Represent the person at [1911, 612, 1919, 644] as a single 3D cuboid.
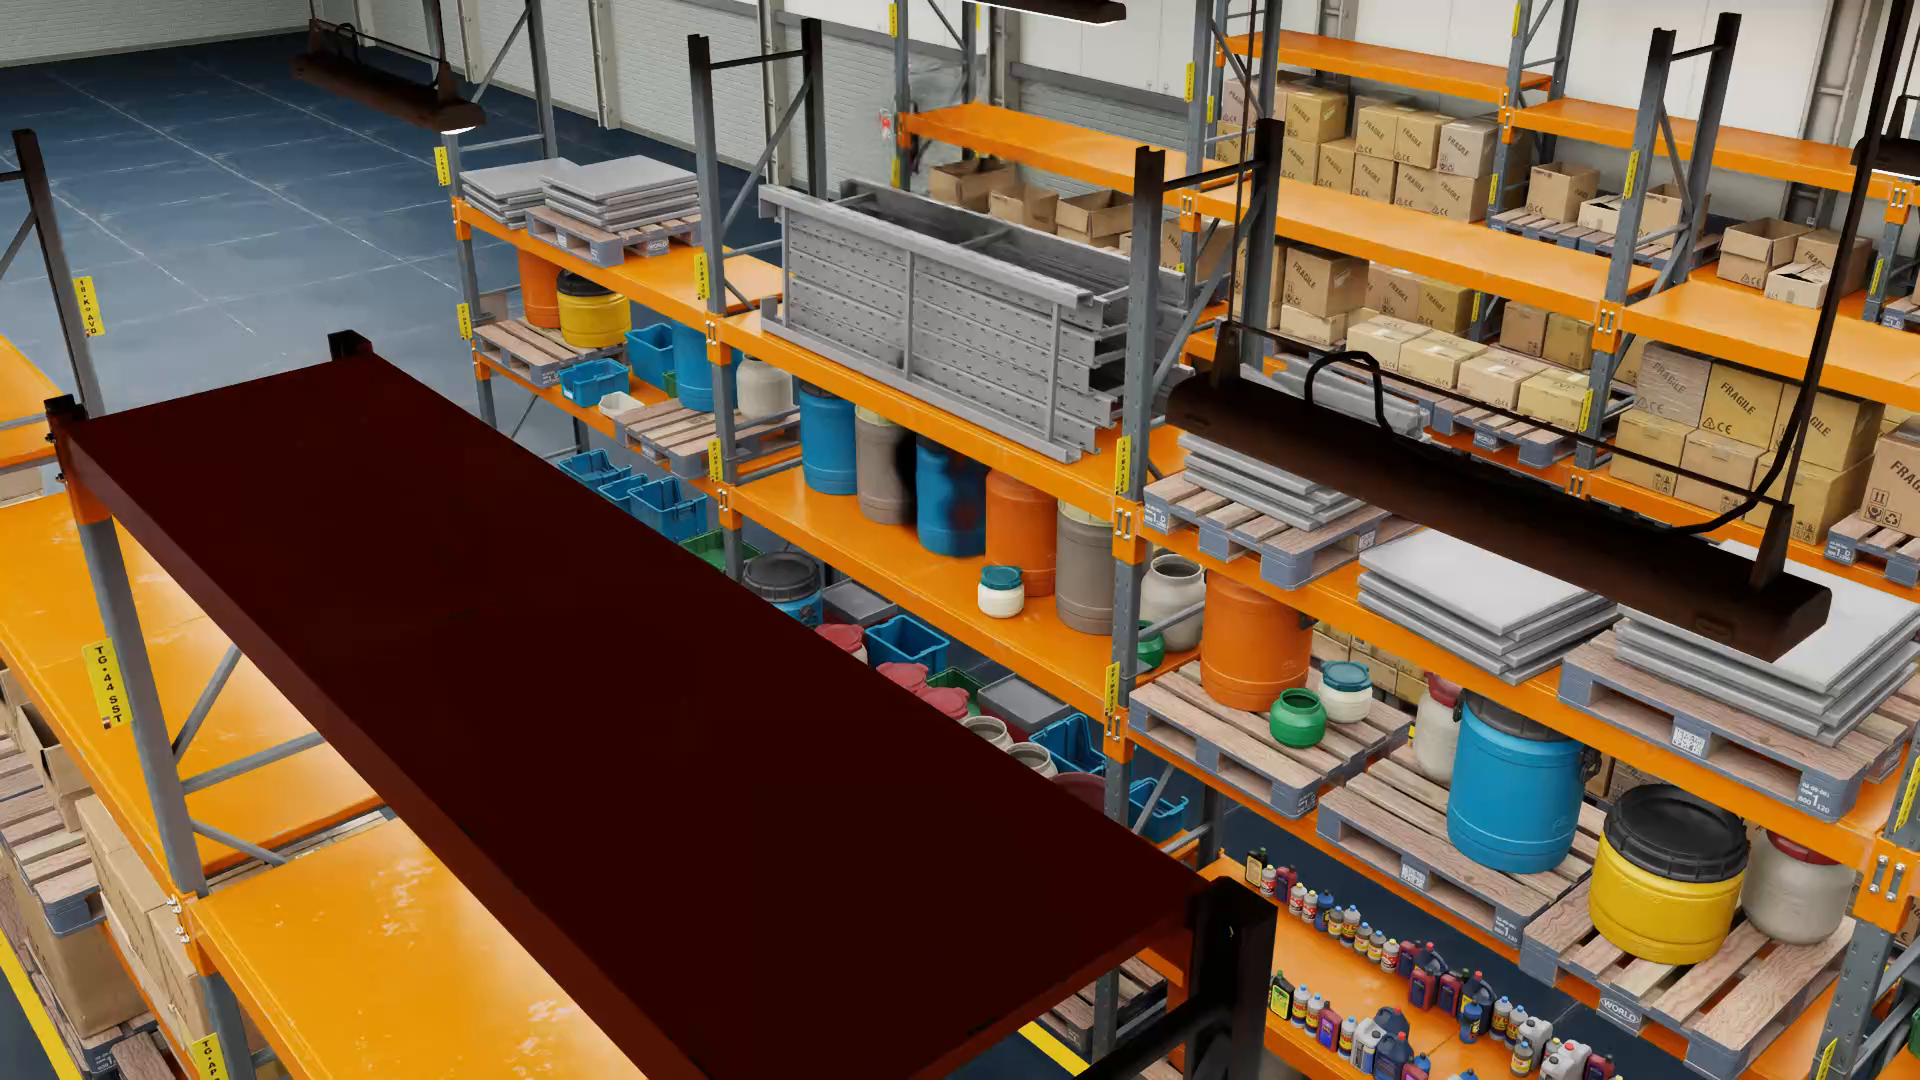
[{"bbox_3d":[7.774,0.942,13.851,0.900,1.645,0.575,24,35,39],"label":"person"}]
